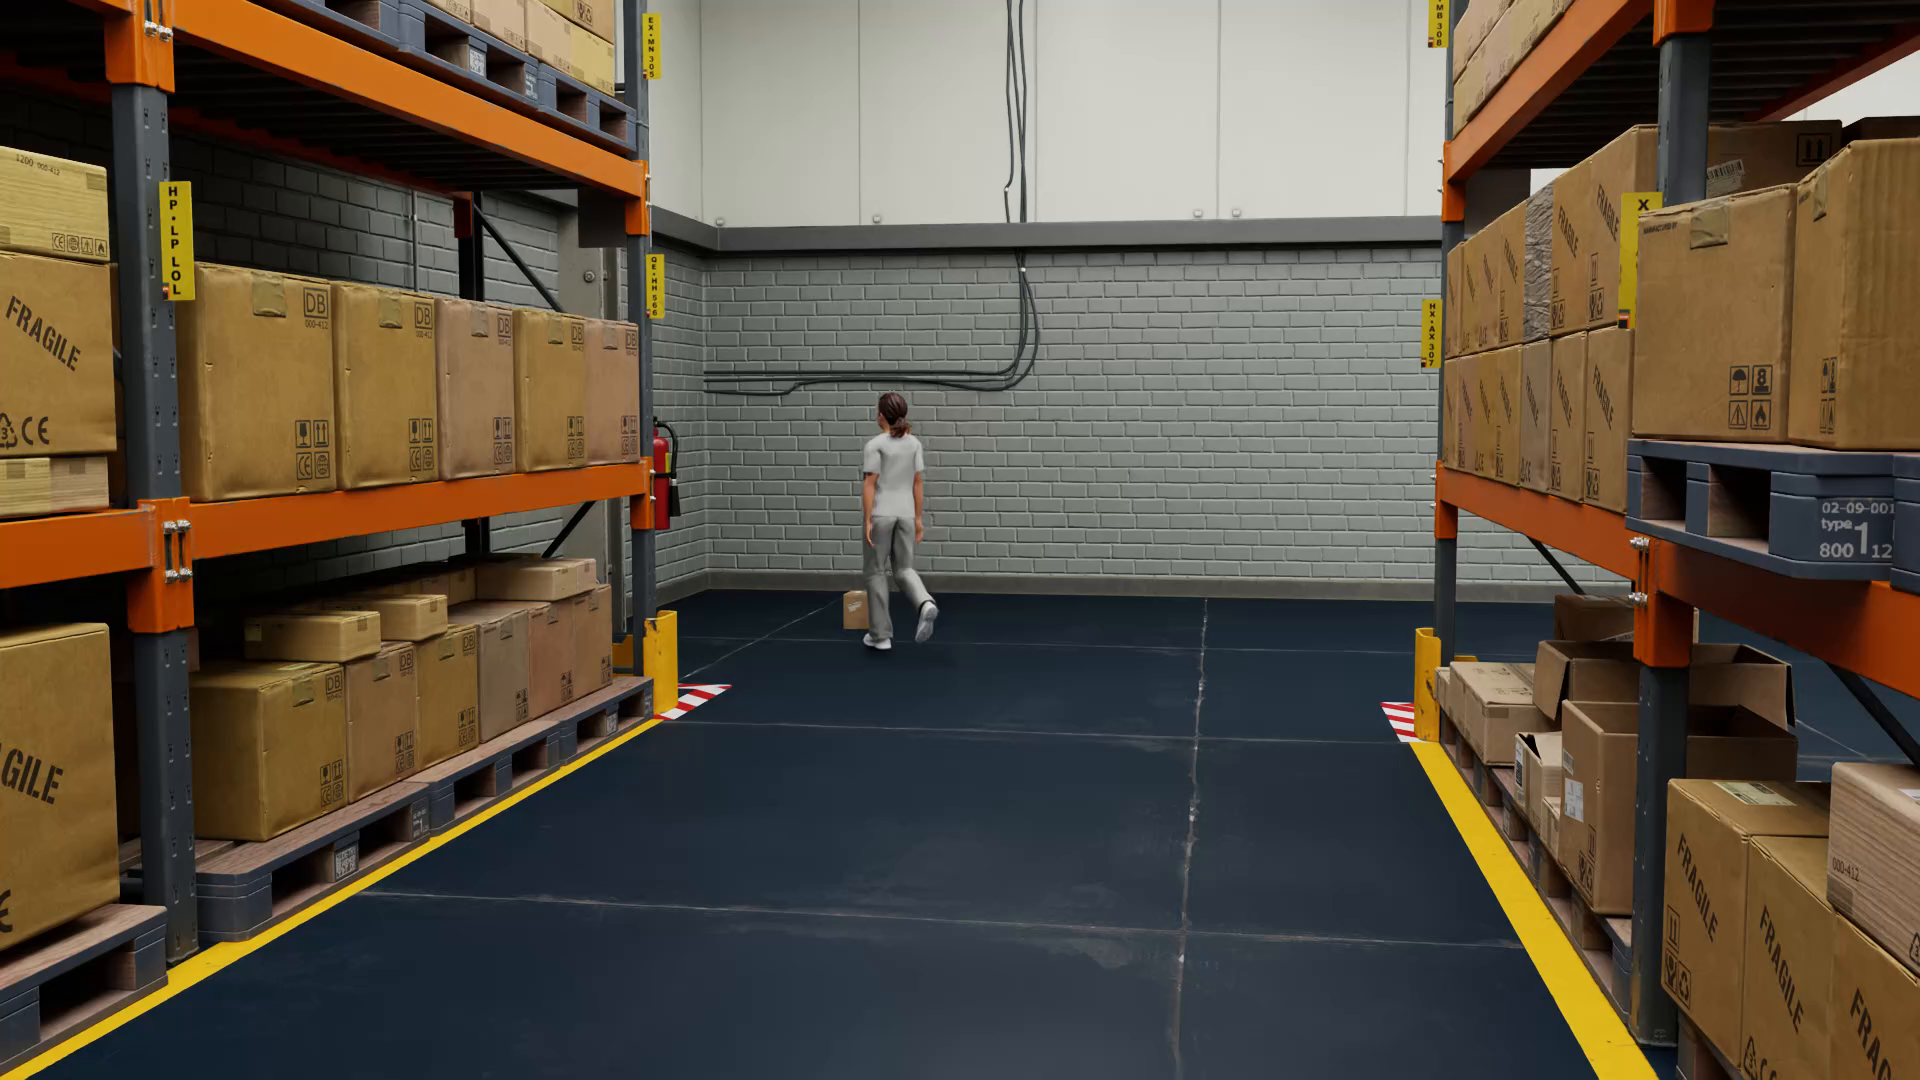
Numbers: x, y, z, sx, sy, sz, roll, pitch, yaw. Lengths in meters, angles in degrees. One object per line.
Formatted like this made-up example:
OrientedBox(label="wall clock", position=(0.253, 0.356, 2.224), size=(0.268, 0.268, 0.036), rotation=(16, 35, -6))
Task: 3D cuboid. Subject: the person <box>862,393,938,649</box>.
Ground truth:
OrientedBox(label="person", position=(-0.417, -0.114, 10.652), size=(0.456, 1.652, 0.708), rotation=(-3, 5, -31))
